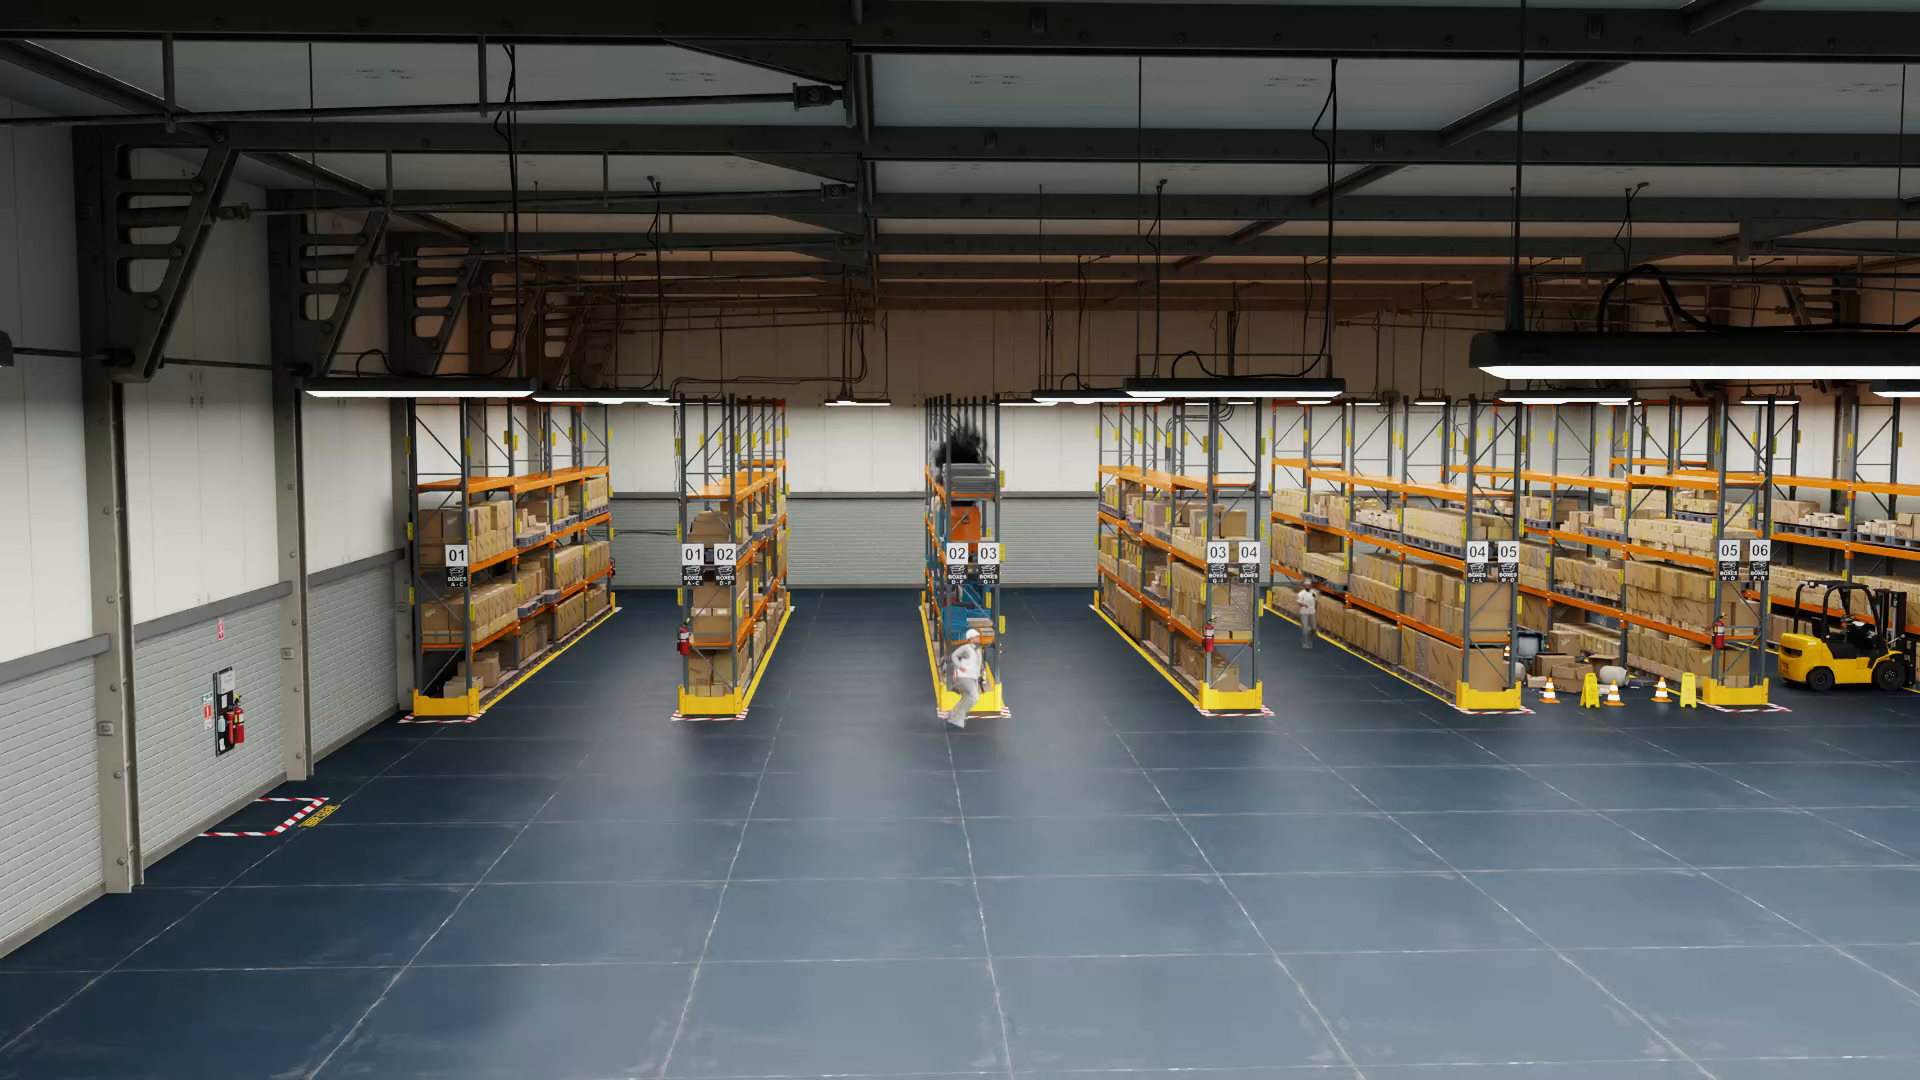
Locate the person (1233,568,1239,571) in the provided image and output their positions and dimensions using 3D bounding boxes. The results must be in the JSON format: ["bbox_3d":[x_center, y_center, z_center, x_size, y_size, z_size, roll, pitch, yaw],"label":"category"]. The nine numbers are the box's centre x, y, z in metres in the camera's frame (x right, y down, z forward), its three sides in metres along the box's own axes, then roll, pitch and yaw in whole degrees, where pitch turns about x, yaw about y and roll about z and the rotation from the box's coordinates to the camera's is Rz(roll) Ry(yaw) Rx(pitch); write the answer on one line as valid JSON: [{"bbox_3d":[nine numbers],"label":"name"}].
[{"bbox_3d":[7.747,1.243,46.903,0.559,1.554,0.491,0,5,5],"label":"person"}]

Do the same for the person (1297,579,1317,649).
[{"bbox_3d":[8.283,1.767,39.483,0.560,1.685,0.605,0,5,-6],"label":"person"}]

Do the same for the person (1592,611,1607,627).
[{"bbox_3d":[16.423,1.558,42.558,0.600,1.577,0.585,0,5,-3],"label":"person"}]

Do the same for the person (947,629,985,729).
[{"bbox_3d":[0.140,2.487,30.005,0.664,1.746,0.706,2,5,27],"label":"person"}]
